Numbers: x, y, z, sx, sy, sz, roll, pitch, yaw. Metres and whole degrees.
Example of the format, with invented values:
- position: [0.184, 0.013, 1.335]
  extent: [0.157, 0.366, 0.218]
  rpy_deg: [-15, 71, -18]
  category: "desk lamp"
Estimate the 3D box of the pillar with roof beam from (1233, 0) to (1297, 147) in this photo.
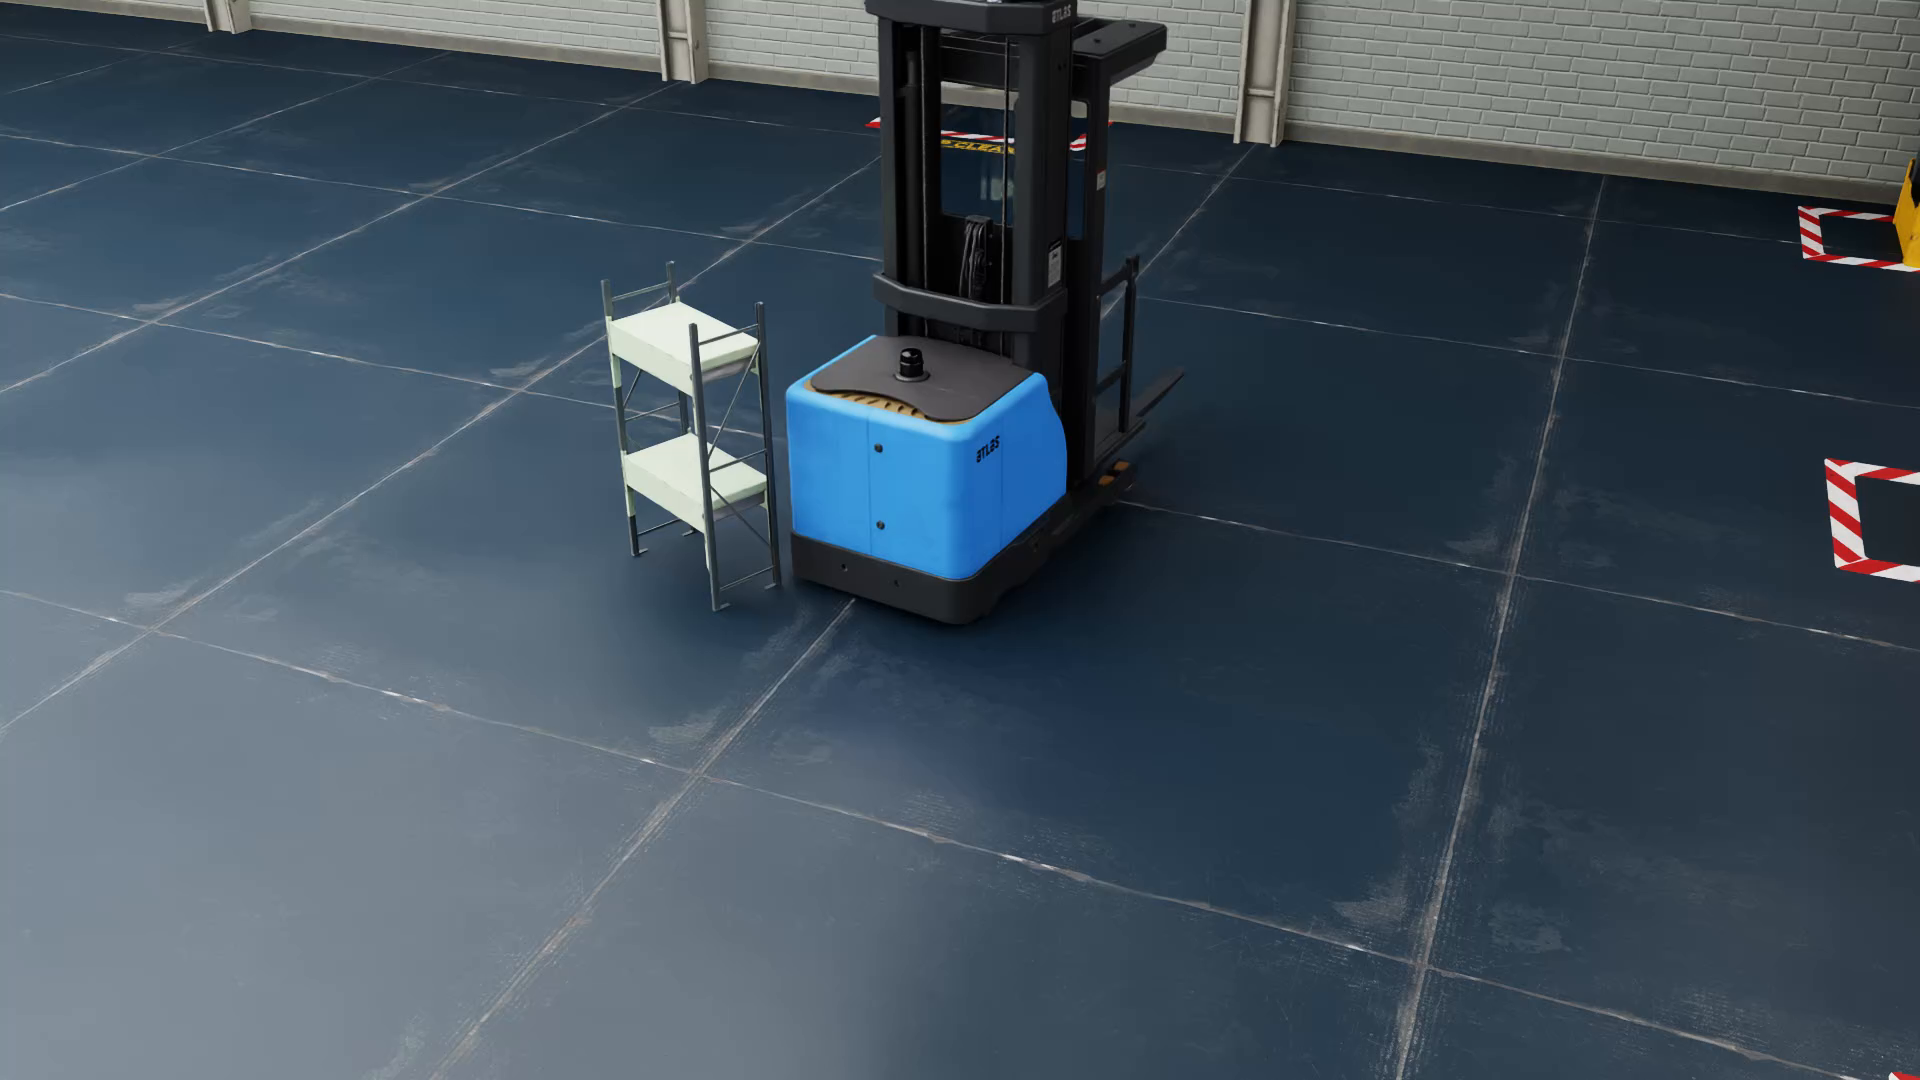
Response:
- position: [1.114, -5.611, 9.531]
  extent: [0.400, 9.000, 9.100]
  rpy_deg: [11, 31, 19]
  category: "pillar with roof beam"

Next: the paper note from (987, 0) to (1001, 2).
- position: [0.318, -5.117, 15.650]
  extent: [0.142, 0.148, 0.016]
  rpy_deg: [11, 31, 19]
  category: "paper note"

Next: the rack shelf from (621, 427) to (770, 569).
- position: [-1.300, -0.219, 8.277]
  extent: [0.431, 0.370, 0.720]
  rpy_deg: [-24, 37, -36]
  category: "rack shelf"

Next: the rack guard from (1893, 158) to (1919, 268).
- position: [7.388, -2.485, 12.638]
  extent: [0.348, 0.500, 1.175]
  rpy_deg: [11, 31, 19]
  category: "rack guard"

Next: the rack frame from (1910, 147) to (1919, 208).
- position: [7.318, -3.587, 12.048]
  extent: [0.127, 3.000, 1.000]
  rpy_deg: [11, 31, 19]
  category: "rack frame"

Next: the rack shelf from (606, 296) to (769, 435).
- position: [-1.300, -0.843, 7.924]
  extent: [0.431, 0.370, 0.720]
  rpy_deg: [-24, 37, -36]
  category: "rack shelf"

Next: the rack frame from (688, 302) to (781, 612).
- position: [-1.055, -0.370, 7.880]
  extent: [0.400, 1.500, 0.023]
  rpy_deg: [-24, 37, -36]
  category: "rack frame"

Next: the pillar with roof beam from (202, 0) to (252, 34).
- position: [-10.006, -7.831, 13.459]
  extent: [0.400, 9.000, 9.100]
  rpy_deg: [11, 31, 19]
  category: "pillar with roof beam"

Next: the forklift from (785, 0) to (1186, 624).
- position: [0.331, -1.566, 8.543]
  extent: [1.130, 2.935, 3.031]
  rpy_deg: [16, 33, 26]
  category: "forklift"

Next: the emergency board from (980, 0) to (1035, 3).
- position: [0.457, -5.437, 15.320]
  extent: [0.643, 1.169, 0.194]
  rpy_deg: [11, 31, 19]
  category: "emergency board"

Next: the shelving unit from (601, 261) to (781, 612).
- position: [-1.300, -0.503, 8.116]
  extent: [0.431, 1.500, 0.755]
  rpy_deg: [-24, 37, -36]
  category: "shelving unit"

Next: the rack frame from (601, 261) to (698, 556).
- position: [-1.545, -0.637, 8.353]
  extent: [0.400, 1.500, 0.023]
  rpy_deg: [-24, 37, -36]
  category: "rack frame"

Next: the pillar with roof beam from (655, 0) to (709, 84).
- position: [-4.446, -6.721, 11.495]
  extent: [0.400, 9.000, 9.100]
  rpy_deg: [11, 31, 19]
  category: "pillar with roof beam"
